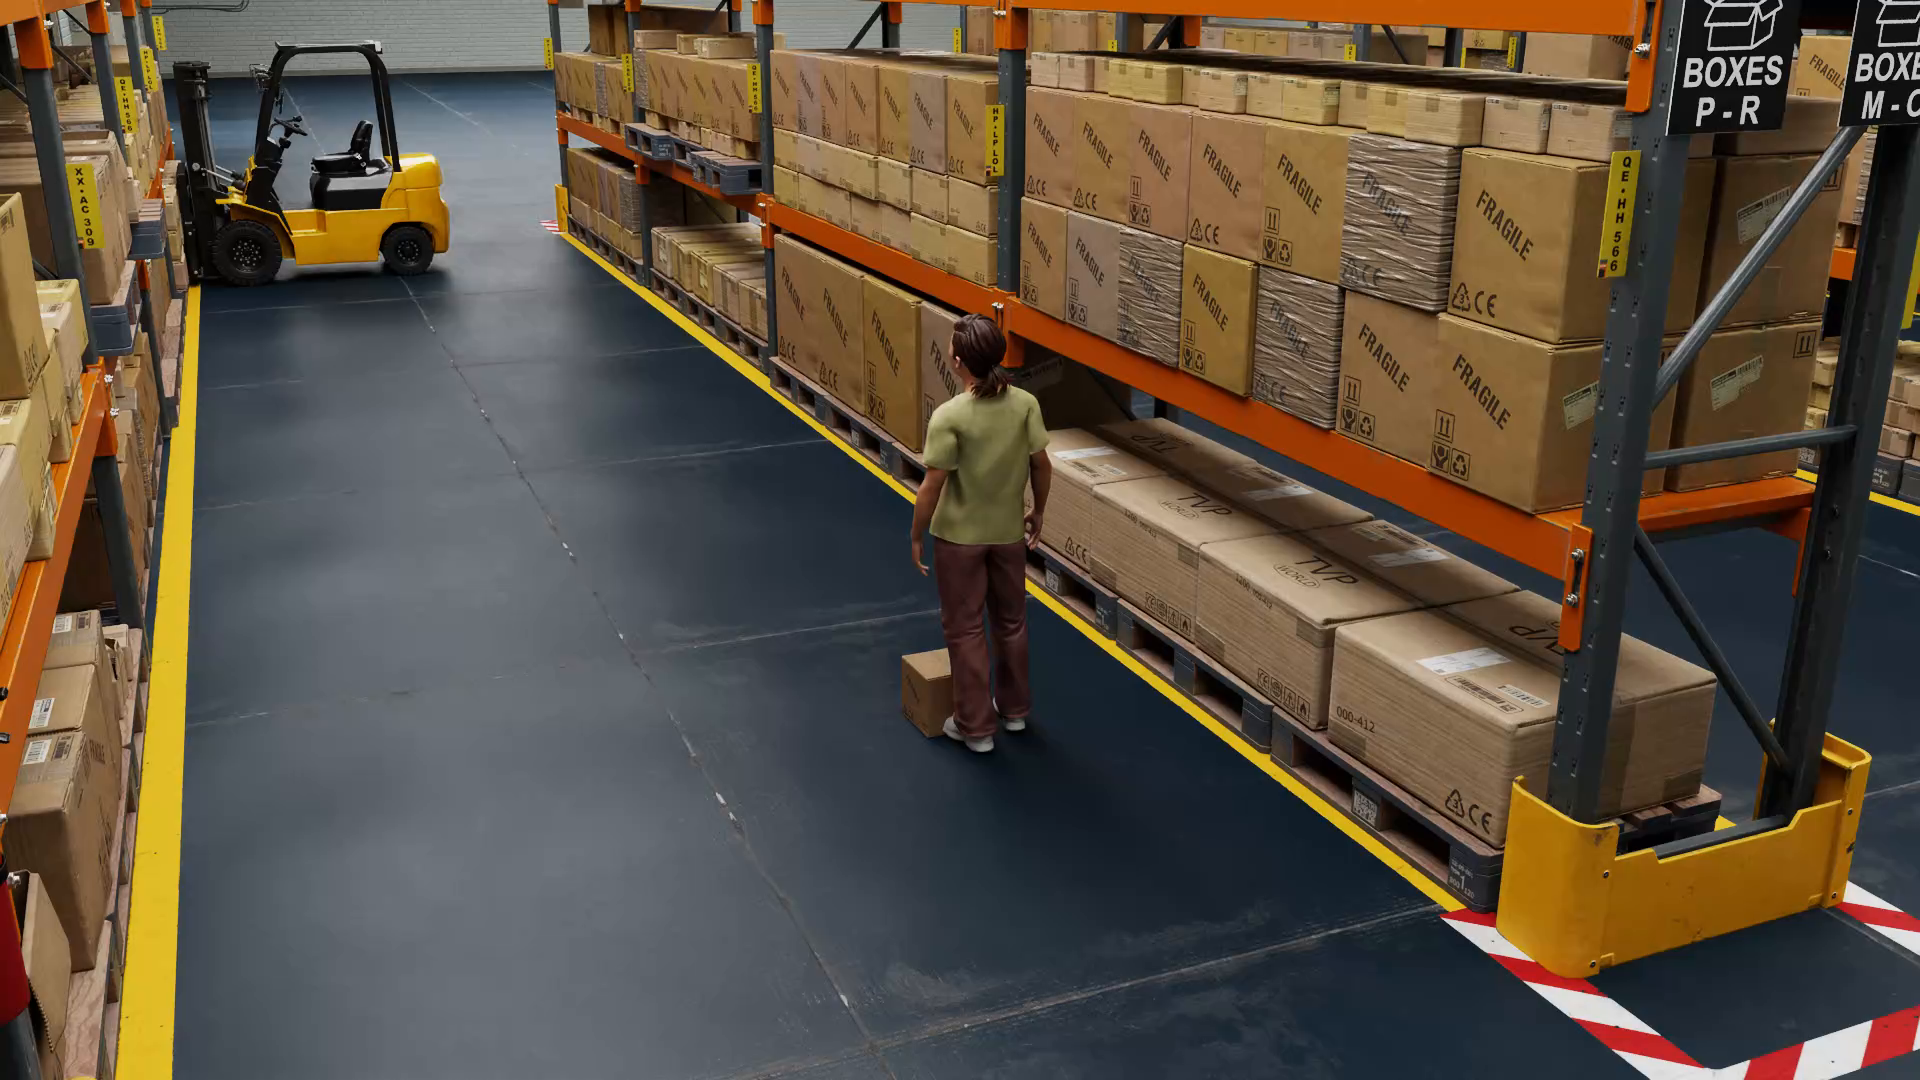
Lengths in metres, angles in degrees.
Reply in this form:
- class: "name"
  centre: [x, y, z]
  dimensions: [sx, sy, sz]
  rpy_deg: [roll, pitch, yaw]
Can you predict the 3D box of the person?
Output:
- class: "person"
  centre: [0.051, -0.028, 6.117]
  dimensions: [0.552, 1.674, 0.548]
  rpy_deg: [-8, 20, -22]
